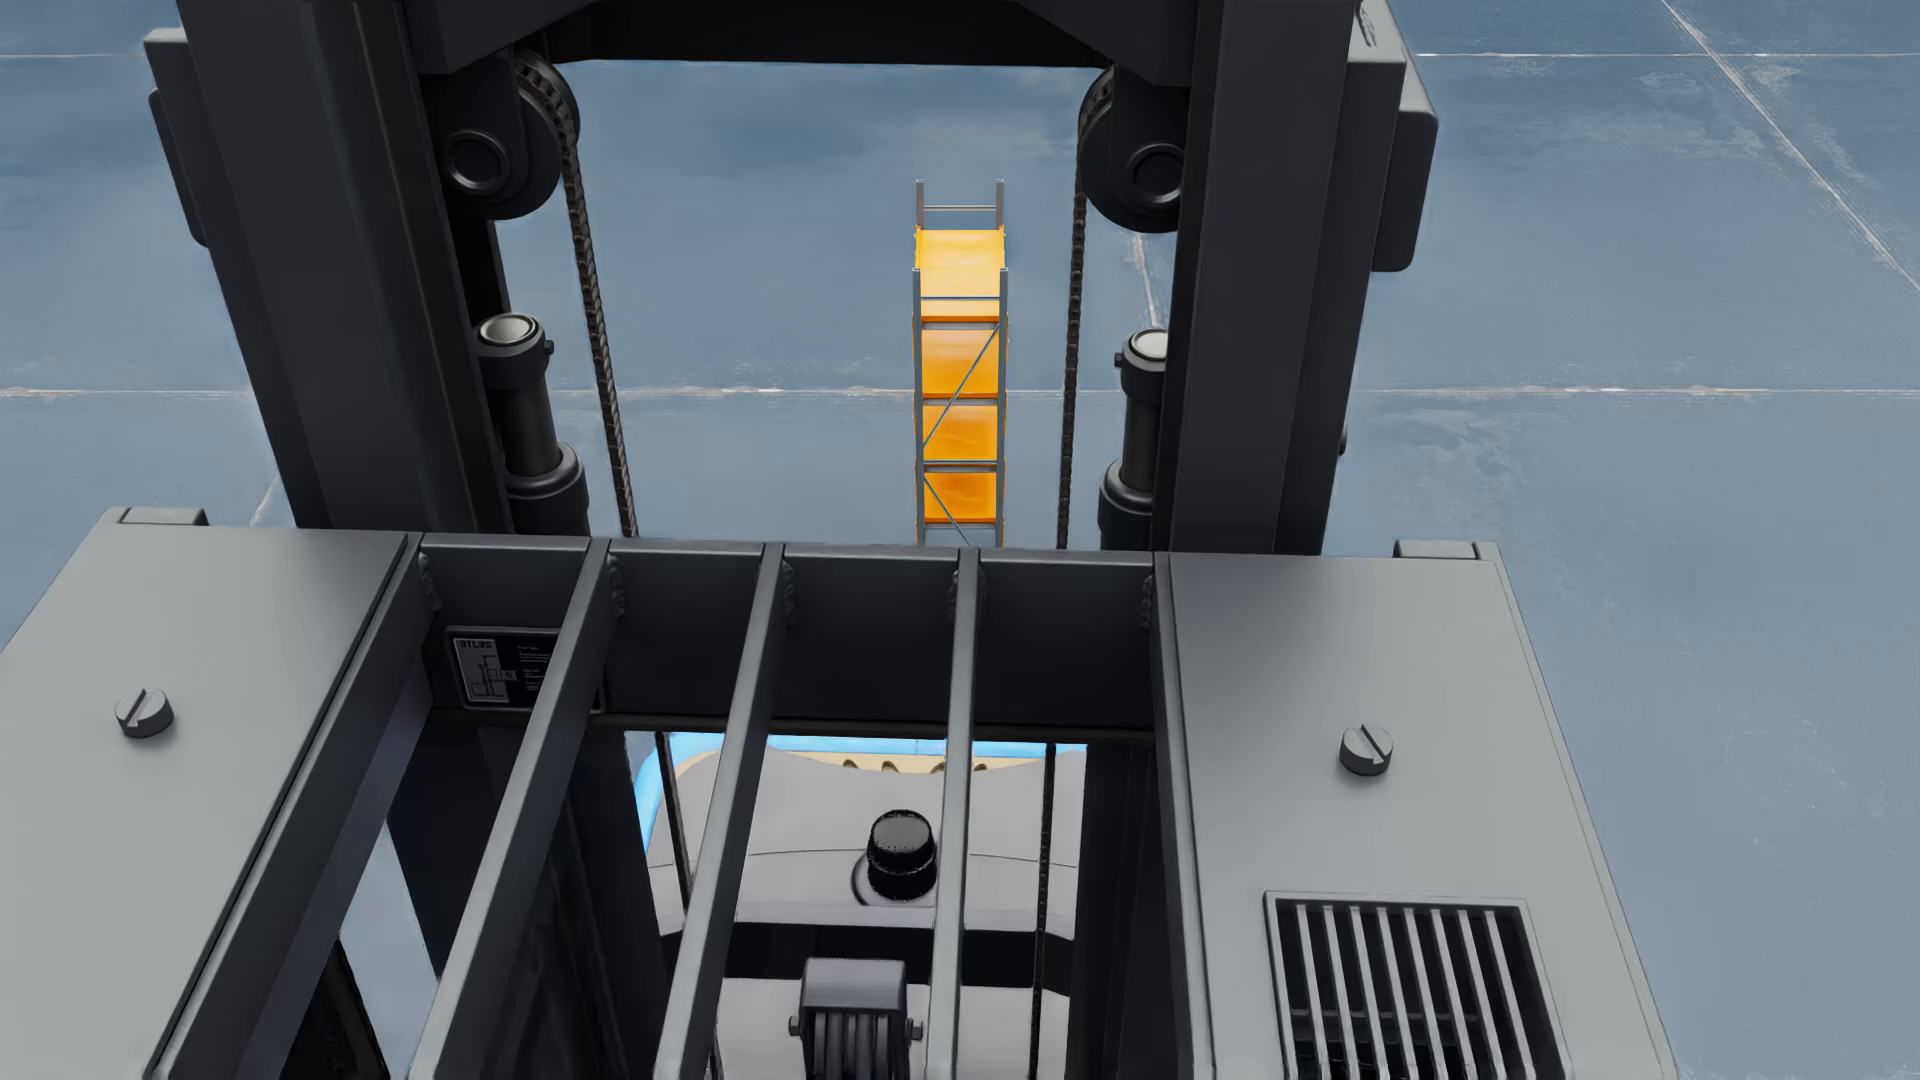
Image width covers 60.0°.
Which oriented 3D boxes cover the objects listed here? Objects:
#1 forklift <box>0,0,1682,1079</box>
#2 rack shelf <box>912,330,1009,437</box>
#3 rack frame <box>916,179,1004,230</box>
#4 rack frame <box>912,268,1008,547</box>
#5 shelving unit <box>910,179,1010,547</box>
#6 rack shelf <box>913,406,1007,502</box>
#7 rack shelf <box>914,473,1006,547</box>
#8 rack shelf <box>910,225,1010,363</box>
[{"bbox_3d":[-0.142,0.979,1.685,1.130,2.935,3.031,1,39,2],"label":"forklift"},{"bbox_3d":[0.000,-0.487,4.648,0.258,0.148,0.480,0,39,0],"label":"rack shelf"},{"bbox_3d":[0.000,-0.517,4.936,0.240,1.200,0.015,0,39,0],"label":"rack frame"},{"bbox_3d":[0.000,-0.212,4.555,0.240,1.200,0.015,0,39,0],"label":"rack frame"},{"bbox_3d":[0.000,-0.365,4.746,0.258,1.200,0.503,0,39,0],"label":"shelving unit"},{"bbox_3d":[0.000,-0.312,4.788,0.258,0.148,0.480,0,39,0],"label":"rack shelf"},{"bbox_3d":[0.000,-0.157,4.912,0.258,0.148,0.480,0,39,0],"label":"rack shelf"},{"bbox_3d":[0.000,-0.671,4.500,0.258,0.148,0.480,0,39,0],"label":"rack shelf"}]
